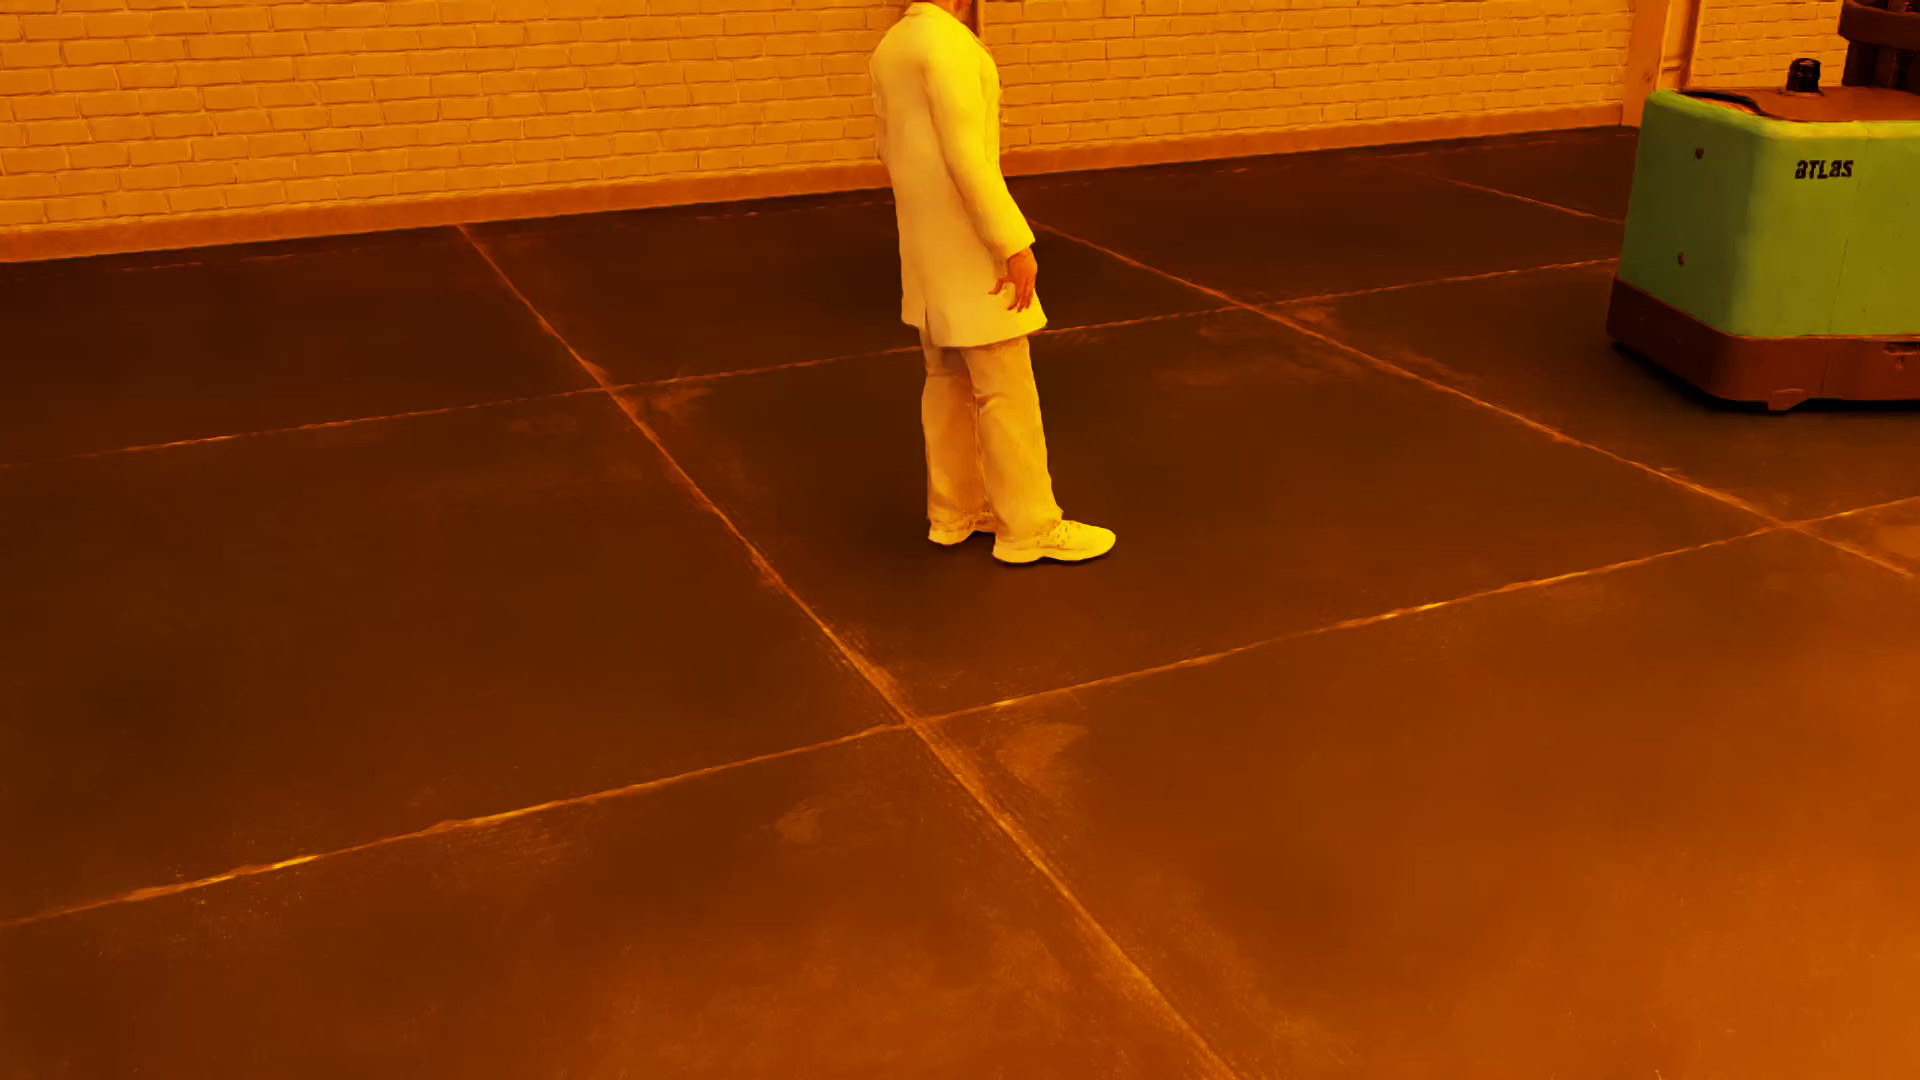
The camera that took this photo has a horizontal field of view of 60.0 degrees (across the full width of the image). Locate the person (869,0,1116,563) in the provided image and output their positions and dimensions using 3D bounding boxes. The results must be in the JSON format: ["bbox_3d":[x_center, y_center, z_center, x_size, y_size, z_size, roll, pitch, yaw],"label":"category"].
[{"bbox_3d":[0.084,-0.841,4.795,0.579,1.776,0.694,-10,25,-23],"label":"person"}]

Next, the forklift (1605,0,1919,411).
[{"bbox_3d":[4.279,-2.051,6.223,3.031,2.935,1.130,-2,23,-5],"label":"forklift"}]
